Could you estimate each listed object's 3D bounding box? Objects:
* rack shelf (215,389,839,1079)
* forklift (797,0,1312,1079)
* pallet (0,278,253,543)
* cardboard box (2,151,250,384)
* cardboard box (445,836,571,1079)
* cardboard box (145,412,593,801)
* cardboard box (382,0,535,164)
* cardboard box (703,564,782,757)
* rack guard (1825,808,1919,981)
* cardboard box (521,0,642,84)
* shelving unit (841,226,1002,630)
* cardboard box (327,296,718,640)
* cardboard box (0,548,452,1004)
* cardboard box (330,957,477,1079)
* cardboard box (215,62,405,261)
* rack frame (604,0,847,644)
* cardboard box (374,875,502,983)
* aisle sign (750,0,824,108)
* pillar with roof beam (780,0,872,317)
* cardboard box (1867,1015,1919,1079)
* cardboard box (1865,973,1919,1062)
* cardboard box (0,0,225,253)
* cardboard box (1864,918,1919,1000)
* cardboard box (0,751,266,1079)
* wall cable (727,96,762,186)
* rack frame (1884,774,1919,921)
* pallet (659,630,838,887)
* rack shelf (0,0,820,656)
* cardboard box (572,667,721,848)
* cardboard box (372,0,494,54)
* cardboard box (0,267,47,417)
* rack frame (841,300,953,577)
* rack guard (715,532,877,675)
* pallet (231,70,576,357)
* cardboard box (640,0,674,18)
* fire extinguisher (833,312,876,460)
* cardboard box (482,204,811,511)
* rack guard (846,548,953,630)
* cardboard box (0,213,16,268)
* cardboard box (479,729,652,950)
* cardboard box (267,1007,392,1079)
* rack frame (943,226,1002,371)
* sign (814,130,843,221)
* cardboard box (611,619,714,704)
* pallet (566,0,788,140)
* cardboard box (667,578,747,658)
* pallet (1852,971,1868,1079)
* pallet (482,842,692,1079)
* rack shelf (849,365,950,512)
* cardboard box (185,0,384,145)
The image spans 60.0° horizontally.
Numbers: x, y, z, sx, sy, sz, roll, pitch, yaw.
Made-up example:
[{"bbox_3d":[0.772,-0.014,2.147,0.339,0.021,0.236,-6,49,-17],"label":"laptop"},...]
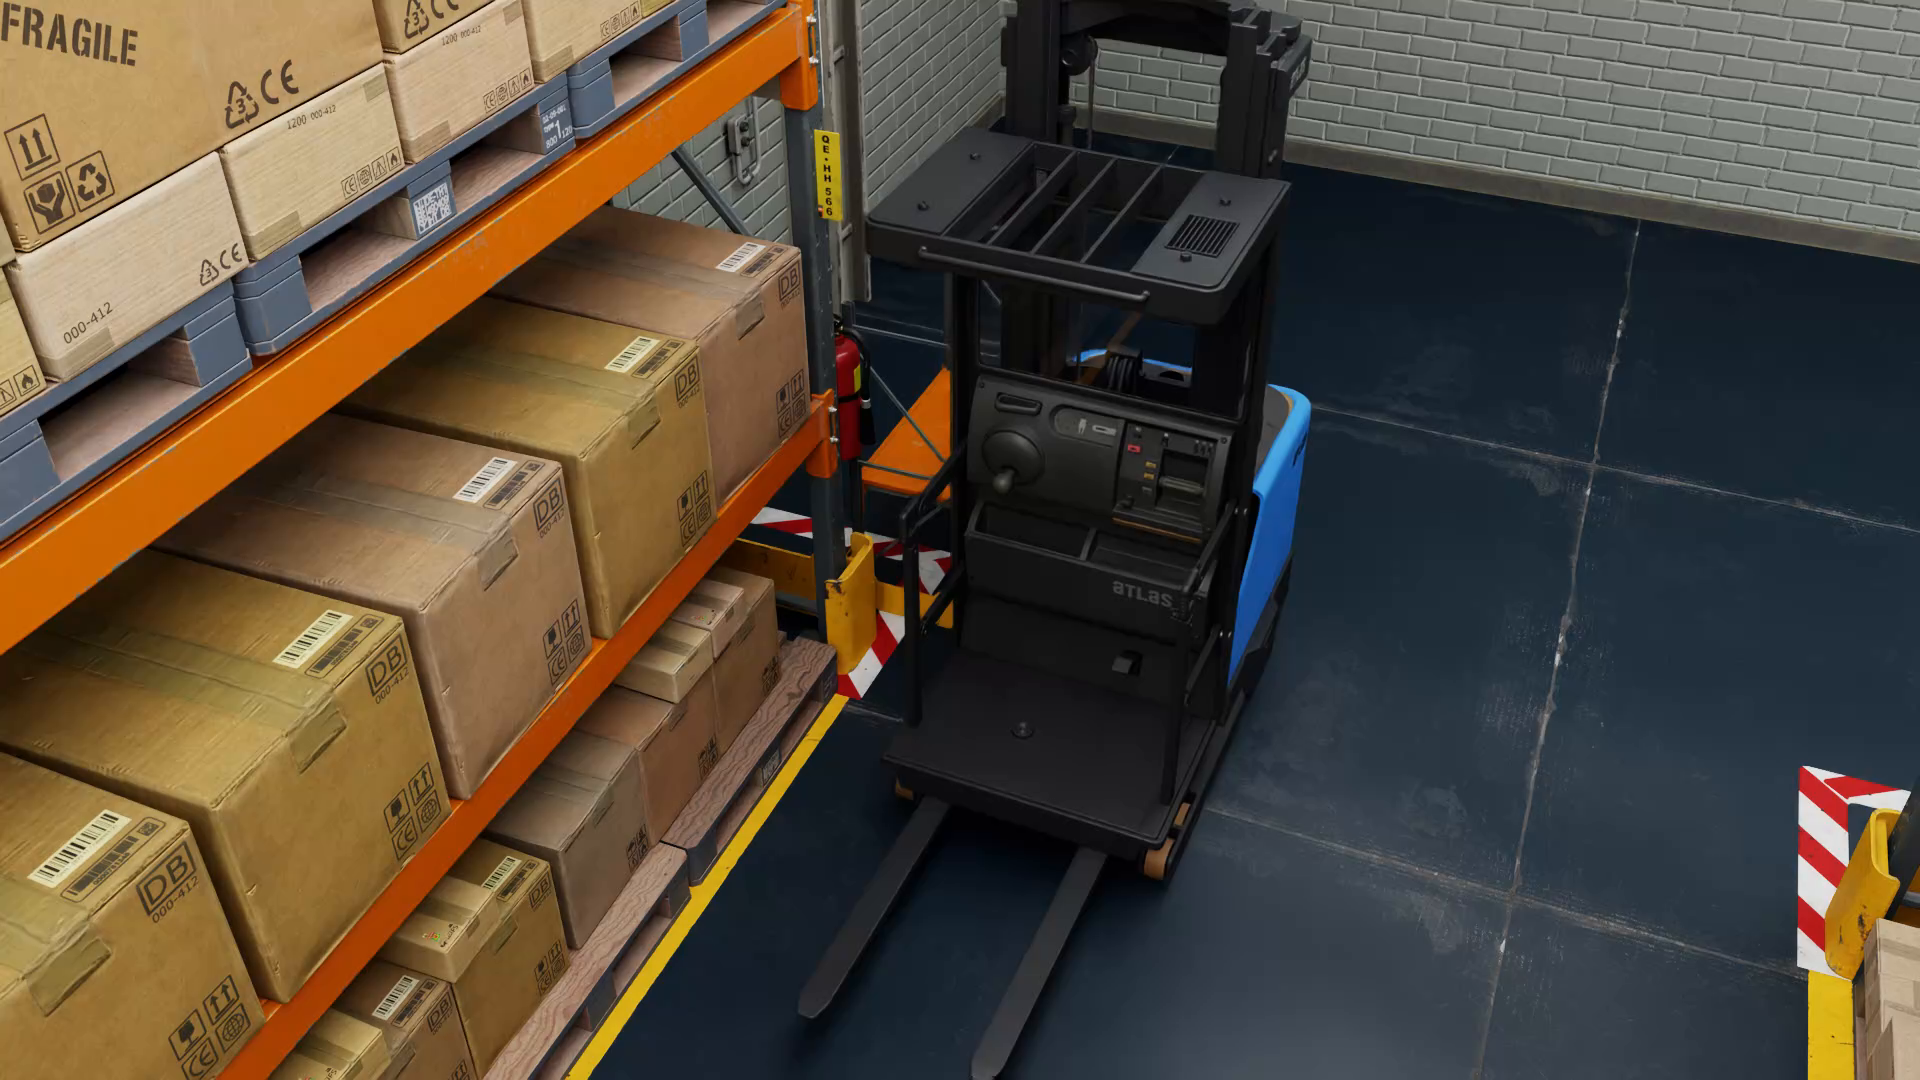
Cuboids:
[{"bbox_3d":[-1.716,0.560,5.096,1.077,0.370,4.000,14,39,18],"label":"rack shelf"},{"bbox_3d":[0.388,-0.225,5.603,1.130,2.935,3.031,15,39,19],"label":"forklift"},{"bbox_3d":[-2.156,-0.237,3.131,1.003,0.211,1.213,14,39,18],"label":"pallet"},{"bbox_3d":[-1.763,-0.572,3.195,0.500,0.250,0.500,13,39,17],"label":"cardboard box"},{"bbox_3d":[-1.706,1.260,5.295,0.700,0.500,0.500,15,39,19],"label":"cardboard box"},{"bbox_3d":[-1.705,0.154,4.787,0.980,0.700,0.700,12,38,16],"label":"cardboard box"},{"bbox_3d":[-1.378,-1.142,3.957,0.500,0.250,0.500,13,39,16],"label":"cardboard box"},{"bbox_3d":[-1.129,0.408,6.436,0.700,0.500,0.500,14,39,18],"label":"cardboard box"},{"bbox_3d":[3.599,1.334,5.547,1.175,0.500,0.348,14,39,18],"label":"rack guard"},{"bbox_3d":[-1.185,-1.431,4.344,0.500,0.250,0.500,12,39,16],"label":"cardboard box"},{"bbox_3d":[-0.029,-0.559,7.245,0.587,1.500,1.083,14,39,18],"label":"shelving unit"},{"bbox_3d":[-1.406,-0.266,5.349,0.980,0.700,0.700,14,39,17],"label":"cardboard box"},{"bbox_3d":[-1.972,0.559,4.245,0.980,0.700,0.700,13,39,17],"label":"cardboard box"},{"bbox_3d":[-1.903,1.544,4.916,0.700,0.500,0.500,13,39,17],"label":"cardboard box"},{"bbox_3d":[-1.575,-0.858,3.577,0.500,0.250,0.500,13,39,17],"label":"cardboard box"},{"bbox_3d":[-0.955,-0.835,6.362,1.000,3.000,0.127,14,39,18],"label":"rack frame"},{"bbox_3d":[-1.600,1.125,4.935,0.380,0.149,0.250,13,39,16],"label":"cardboard box"},{"bbox_3d":[-0.650,-1.848,5.546,0.394,0.787,0.004,14,39,18],"label":"aisle sign"},{"bbox_3d":[3.254,-3.950,5.518,9.100,9.000,0.400,14,39,18],"label":"pillar with roof beam"},{"bbox_3d":[2.968,1.729,4.860,0.500,0.250,0.500,14,39,18],"label":"cardboard box"},{"bbox_3d":[3.055,1.541,5.181,0.380,0.166,0.250,14,39,18],"label":"cardboard box"},{"bbox_3d":[-1.756,-0.888,2.991,0.500,0.500,0.500,13,39,17],"label":"cardboard box"},{"bbox_3d":[3.151,1.410,5.372,0.380,0.149,0.250,14,39,18],"label":"cardboard box"},{"bbox_3d":[-2.255,0.962,3.706,0.980,0.700,0.700,14,39,18],"label":"cardboard box"},{"bbox_3d":[-1.342,-2.167,7.295,0.084,1.984,1.851,14,39,18],"label":"wall cable"},{"bbox_3d":[3.628,0.291,4.855,1.000,3.000,0.127,14,39,18],"label":"rack frame"},{"bbox_3d":[-1.187,0.742,6.581,1.003,0.211,1.213,14,39,18],"label":"pallet"},{"bbox_3d":[-1.716,-0.641,4.198,1.077,0.370,4.000,14,39,18],"label":"rack shelf"},{"bbox_3d":[-1.319,0.685,6.065,0.700,0.500,0.500,14,39,18],"label":"cardboard box"},{"bbox_3d":[-1.372,-1.453,3.747,0.500,0.500,0.500,12,38,16],"label":"cardboard box"},{"bbox_3d":[-1.970,-0.293,2.822,0.500,0.250,0.500,14,39,18],"label":"cardboard box"},{"bbox_3d":[-0.226,-0.272,6.861,0.500,1.500,0.032,14,39,18],"label":"rack frame"},{"bbox_3d":[-0.946,0.152,7.128,1.175,0.500,0.348,14,39,18],"label":"rack guard"},{"bbox_3d":[-1.690,-0.910,4.031,1.003,0.211,1.213,14,39,18],"label":"pallet"},{"bbox_3d":[-0.988,-1.719,4.730,0.500,0.250,0.500,15,39,19],"label":"cardboard box"},{"bbox_3d":[-0.471,-0.634,6.468,0.296,0.674,0.183,14,39,18],"label":"fire extinguisher"},{"bbox_3d":[-1.140,-0.671,5.892,0.980,0.700,0.700,16,40,20],"label":"cardboard box"},{"bbox_3d":[-0.218,0.218,7.250,0.587,0.250,0.087,14,39,18],"label":"rack guard"},{"bbox_3d":[-1.946,-0.602,2.609,0.500,0.500,0.500,13,39,17],"label":"cardboard box"},{"bbox_3d":[-1.510,0.964,5.693,0.700,0.500,0.500,13,39,16],"label":"cardboard box"},{"bbox_3d":[-1.798,1.414,4.549,0.380,0.149,0.250,15,39,19],"label":"cardboard box"},{"bbox_3d":[0.161,-0.835,7.614,0.500,1.500,0.032,14,39,18],"label":"rack frame"},{"bbox_3d":[-0.458,-1.263,5.769,0.100,0.325,0.005,14,39,18],"label":"sign"},{"bbox_3d":[-1.106,0.402,5.902,0.380,0.149,0.250,15,39,19],"label":"cardboard box"},{"bbox_3d":[-1.227,-1.588,4.938,1.003,0.211,1.213,14,39,18],"label":"pallet"},{"bbox_3d":[-1.009,0.261,6.091,0.380,0.149,0.250,13,39,17],"label":"cardboard box"},{"bbox_3d":[3.296,1.892,5.043,1.003,0.211,1.213,14,39,18],"label":"pallet"},{"bbox_3d":[-1.652,1.415,5.681,1.003,0.211,1.213,14,39,18],"label":"pallet"},{"bbox_3d":[-0.032,-0.409,7.345,0.538,0.185,1.000,14,39,18],"label":"rack shelf"},{"bbox_3d":[-1.573,-1.162,3.359,0.500,0.500,0.500,14,39,18],"label":"cardboard box"}]
